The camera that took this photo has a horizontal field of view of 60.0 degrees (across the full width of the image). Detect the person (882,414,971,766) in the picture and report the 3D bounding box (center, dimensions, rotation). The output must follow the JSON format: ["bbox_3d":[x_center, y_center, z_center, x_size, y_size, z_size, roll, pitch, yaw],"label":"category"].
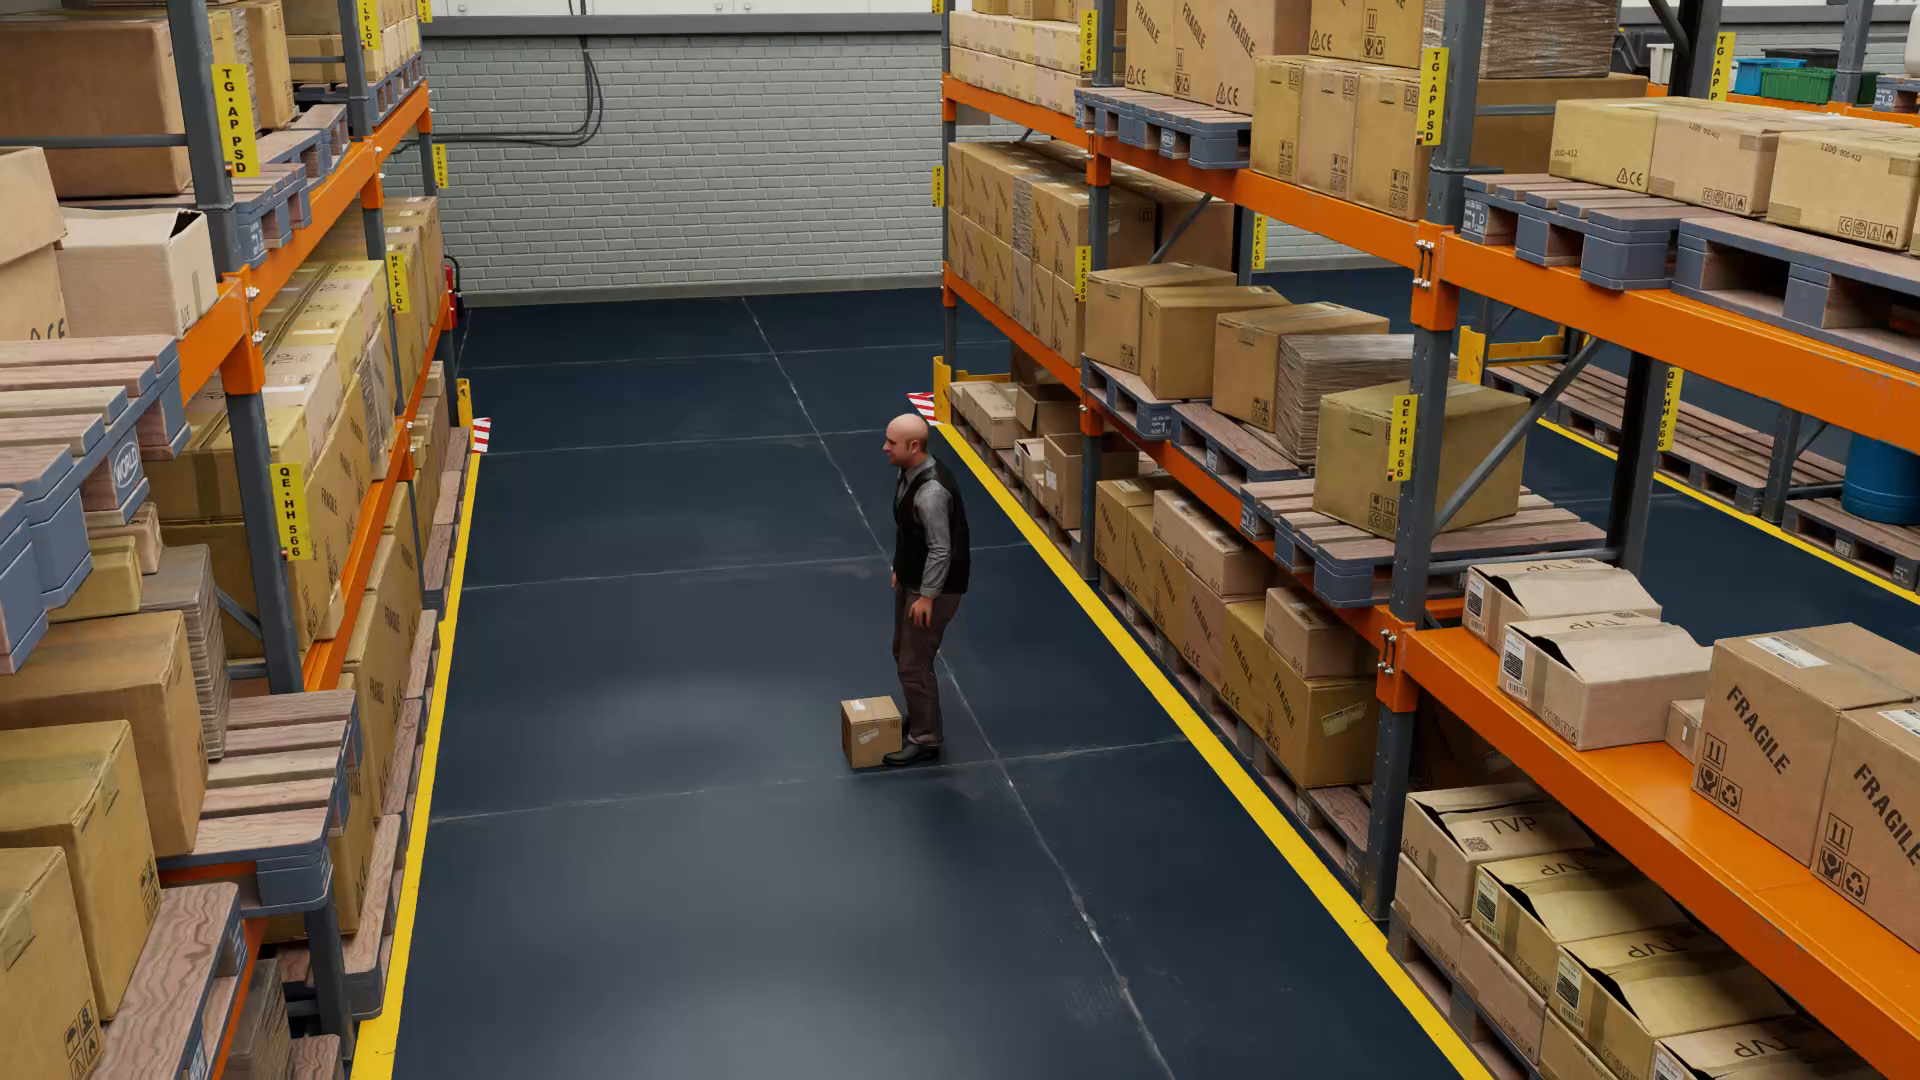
[{"bbox_3d":[-0.188,0.223,7.974,0.460,1.722,0.580,-4,20,-12],"label":"person"}]
